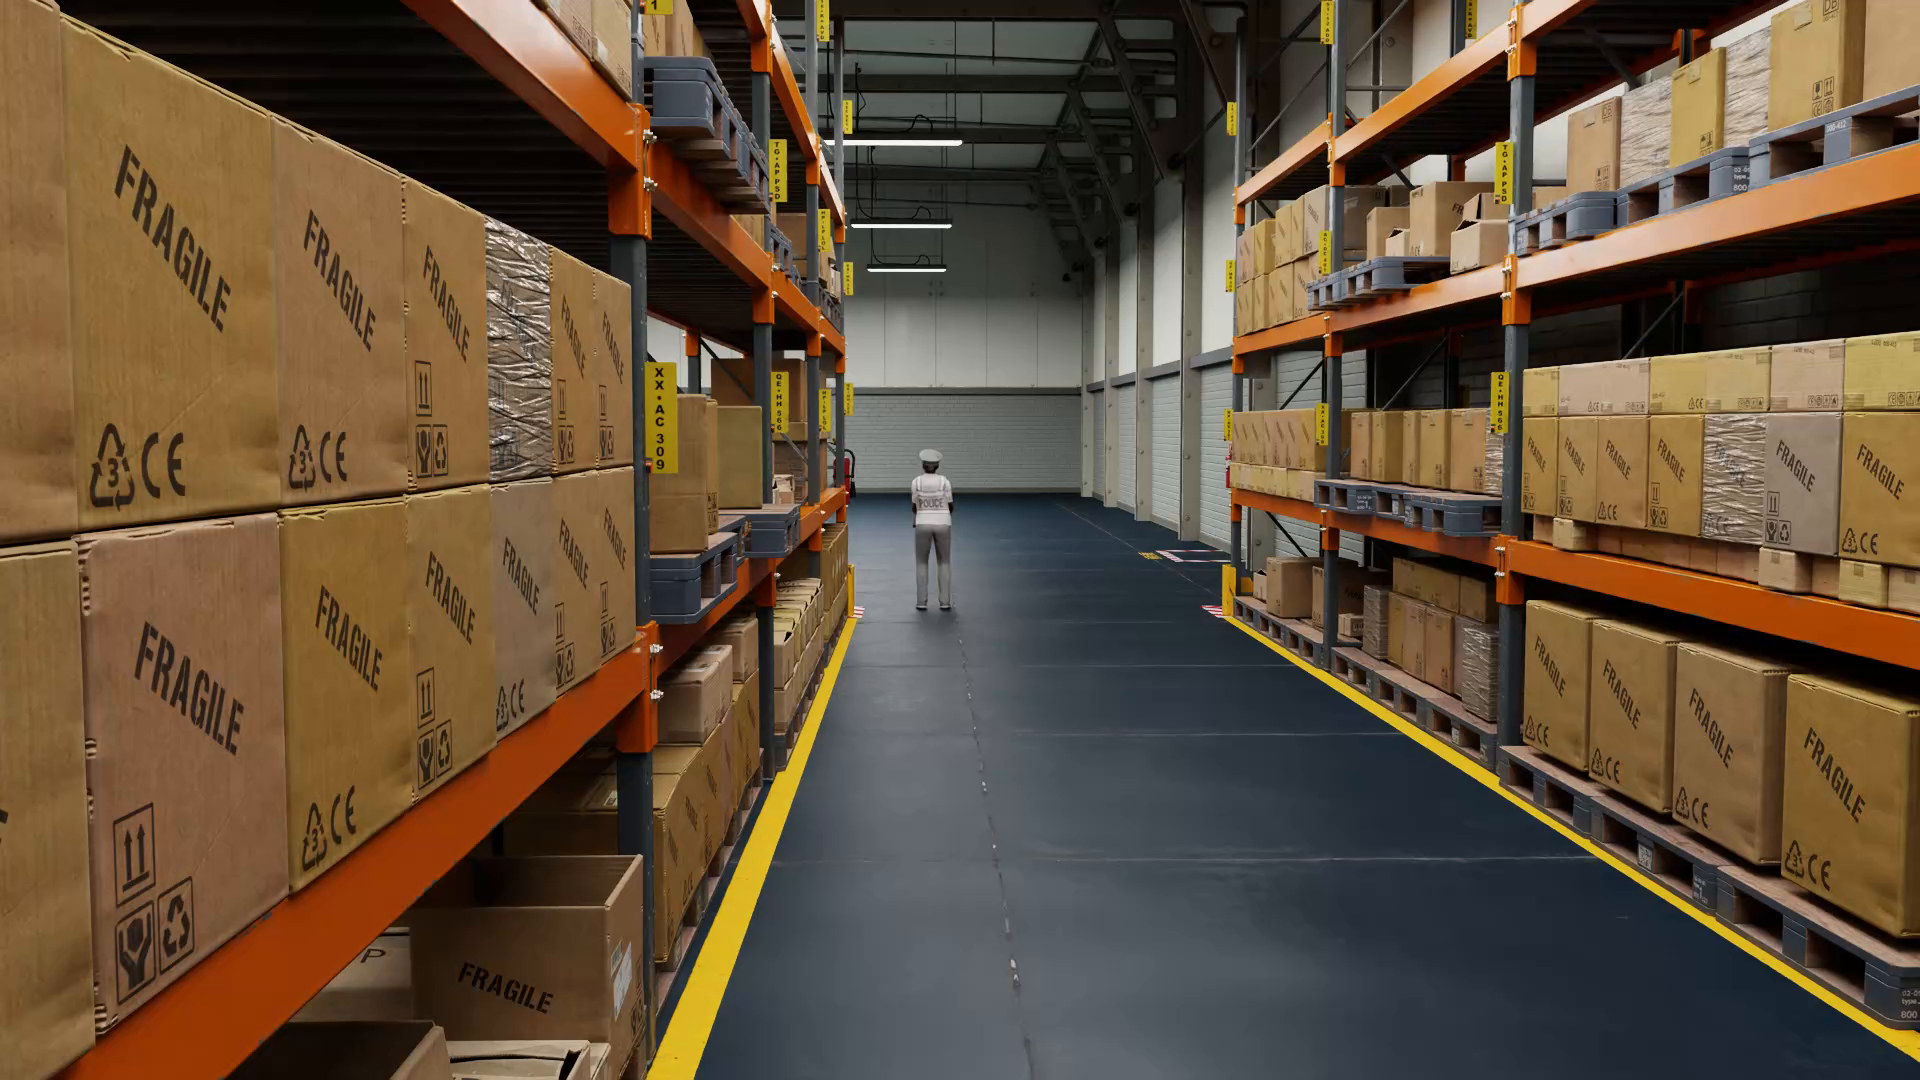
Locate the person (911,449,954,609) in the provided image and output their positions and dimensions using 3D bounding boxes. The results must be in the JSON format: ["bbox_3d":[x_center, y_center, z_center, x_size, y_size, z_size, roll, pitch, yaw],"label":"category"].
[{"bbox_3d":[-0.291,-0.120,17.585,0.450,1.688,0.534,0,4,-1],"label":"person"}]
